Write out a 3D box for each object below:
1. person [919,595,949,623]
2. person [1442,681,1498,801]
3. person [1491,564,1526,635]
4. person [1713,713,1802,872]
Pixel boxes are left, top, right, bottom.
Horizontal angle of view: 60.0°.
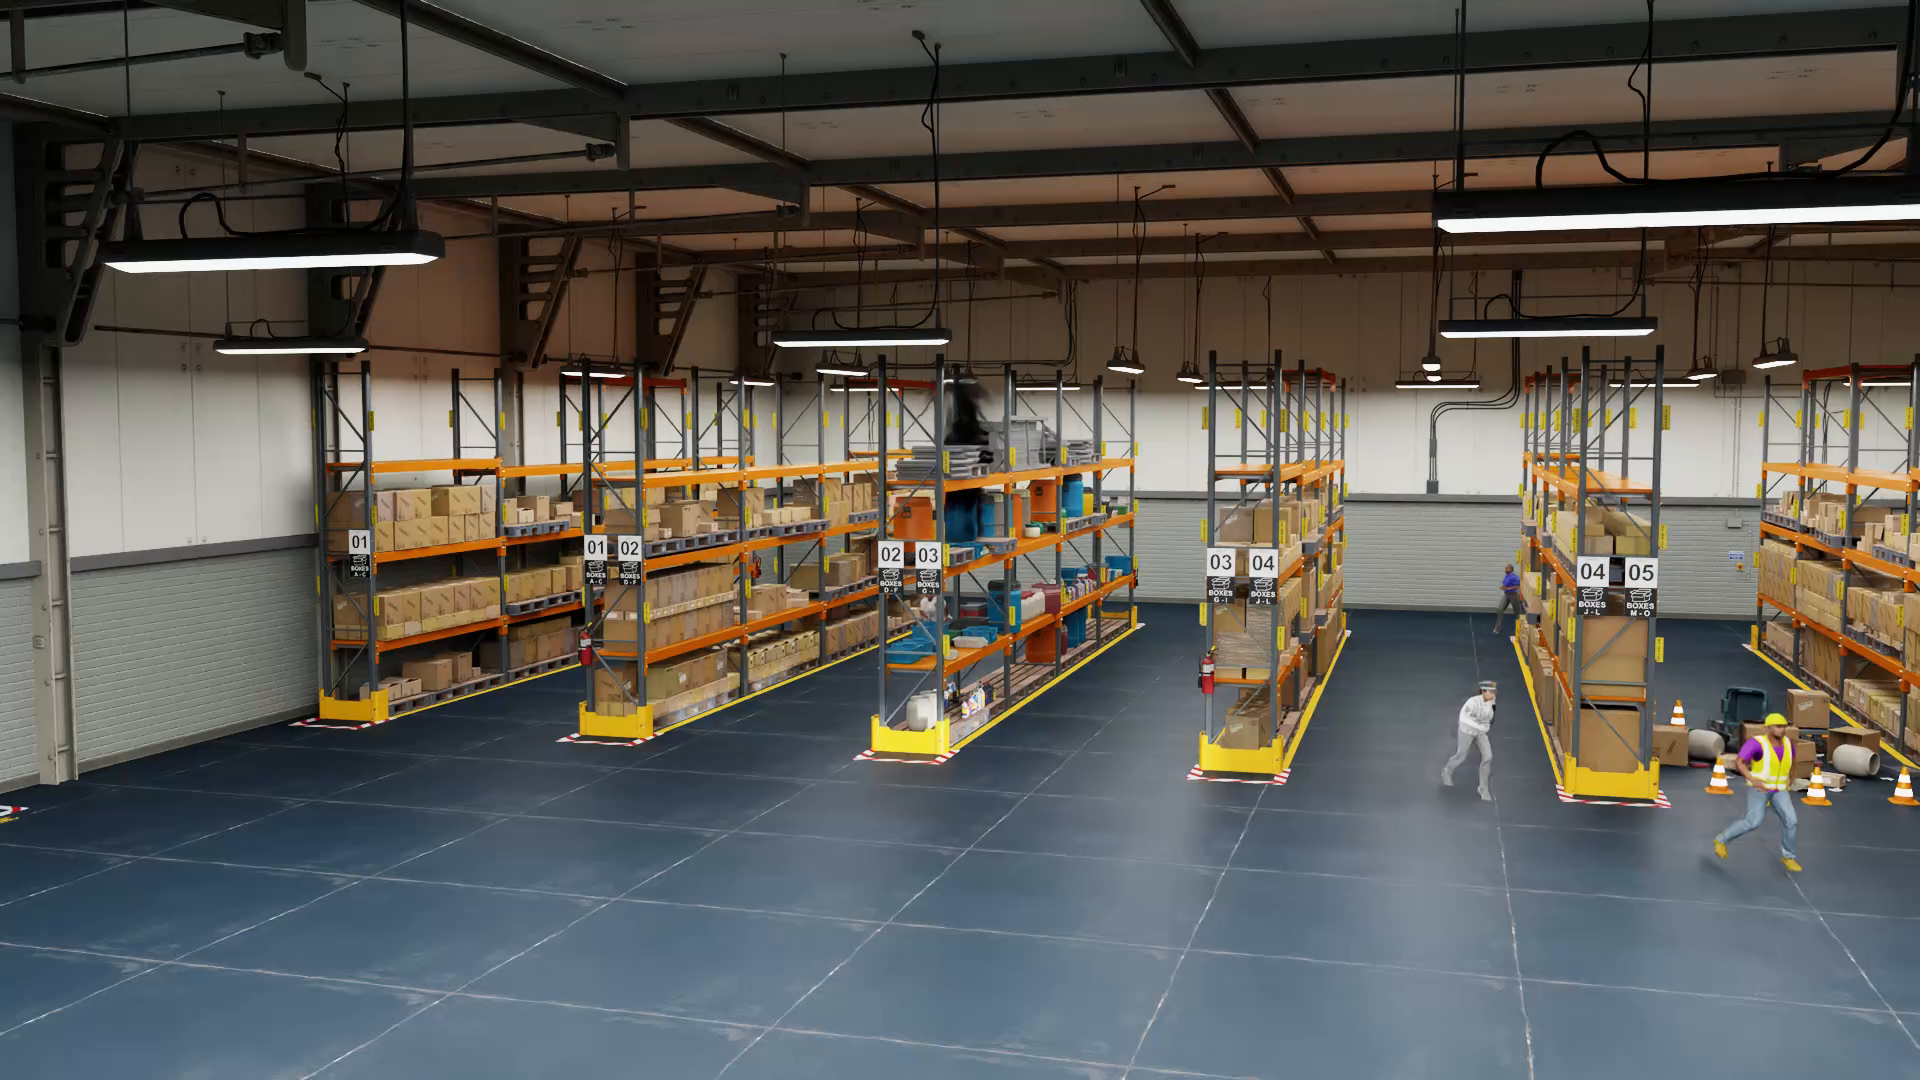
[{"bbox_3d":[-0.564,1.748,34.479,0.562,1.614,0.673,1,4,17],"label":"person"},{"bbox_3d":[6.839,2.644,22.310,0.658,1.625,0.966,-2,5,-25],"label":"person"},{"bbox_3d":[13.021,1.395,39.172,1.062,1.684,0.529,-2,5,-25],"label":"person"},{"bbox_3d":[9.066,2.817,18.724,0.915,1.761,0.744,-1,4,-15],"label":"person"}]
